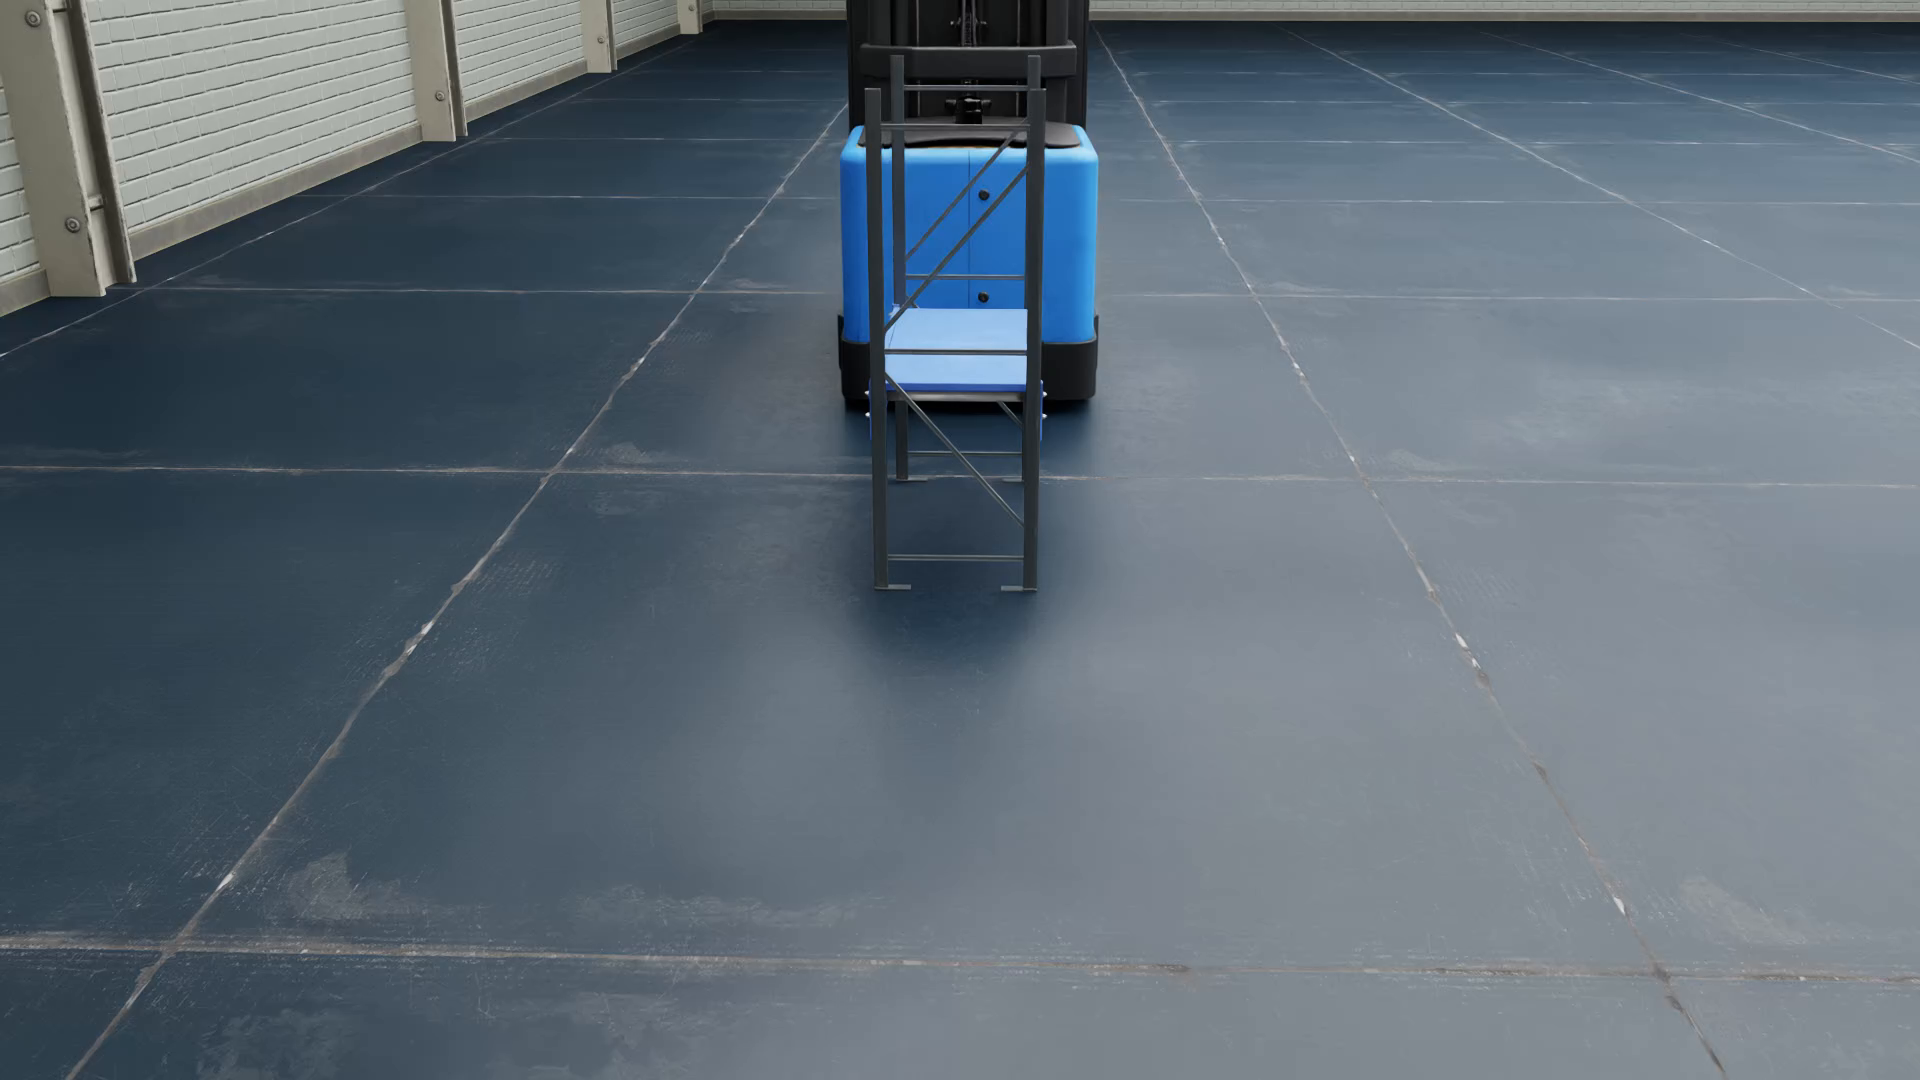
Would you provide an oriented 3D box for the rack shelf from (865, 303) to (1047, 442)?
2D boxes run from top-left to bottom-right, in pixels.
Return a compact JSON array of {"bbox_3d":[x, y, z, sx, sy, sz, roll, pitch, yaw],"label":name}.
[{"bbox_3d":[0.003,-0.562,5.402,0.538,0.185,1.000,1,21,2],"label":"rack shelf"}]

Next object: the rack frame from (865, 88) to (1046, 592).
[{"bbox_3d":[-0.013,-0.546,4.863,0.500,1.500,0.032,1,21,2],"label":"rack frame"}]

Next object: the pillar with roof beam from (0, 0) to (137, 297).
[{"bbox_3d":[-0.432,-5.521,7.319,9.100,9.000,0.400,1,21,2],"label":"pillar with roof beam"}]

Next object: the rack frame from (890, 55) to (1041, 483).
[{"bbox_3d":[0.018,-0.914,5.811,0.500,1.500,0.032,1,21,2],"label":"rack frame"}]

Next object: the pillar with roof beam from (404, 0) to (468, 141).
[{"bbox_3d":[-0.249,-7.691,12.910,9.100,9.000,0.400,1,21,2],"label":"pillar with roof beam"}]

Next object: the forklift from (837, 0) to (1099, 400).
[{"bbox_3d":[0.034,-2.417,7.707,1.130,2.935,3.031,0,21,0],"label":"forklift"}]

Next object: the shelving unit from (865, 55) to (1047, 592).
[{"bbox_3d":[0.003,-0.730,5.337,0.538,1.500,1.048,1,21,2],"label":"shelving unit"}]

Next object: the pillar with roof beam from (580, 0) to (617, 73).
[{"bbox_3d":[-0.067,-9.860,18.501,9.100,9.000,0.400,1,21,2],"label":"pillar with roof beam"}]

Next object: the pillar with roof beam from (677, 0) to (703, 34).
[{"bbox_3d":[0.116,-12.030,24.092,9.100,9.000,0.400,1,21,2],"label":"pillar with roof beam"}]
